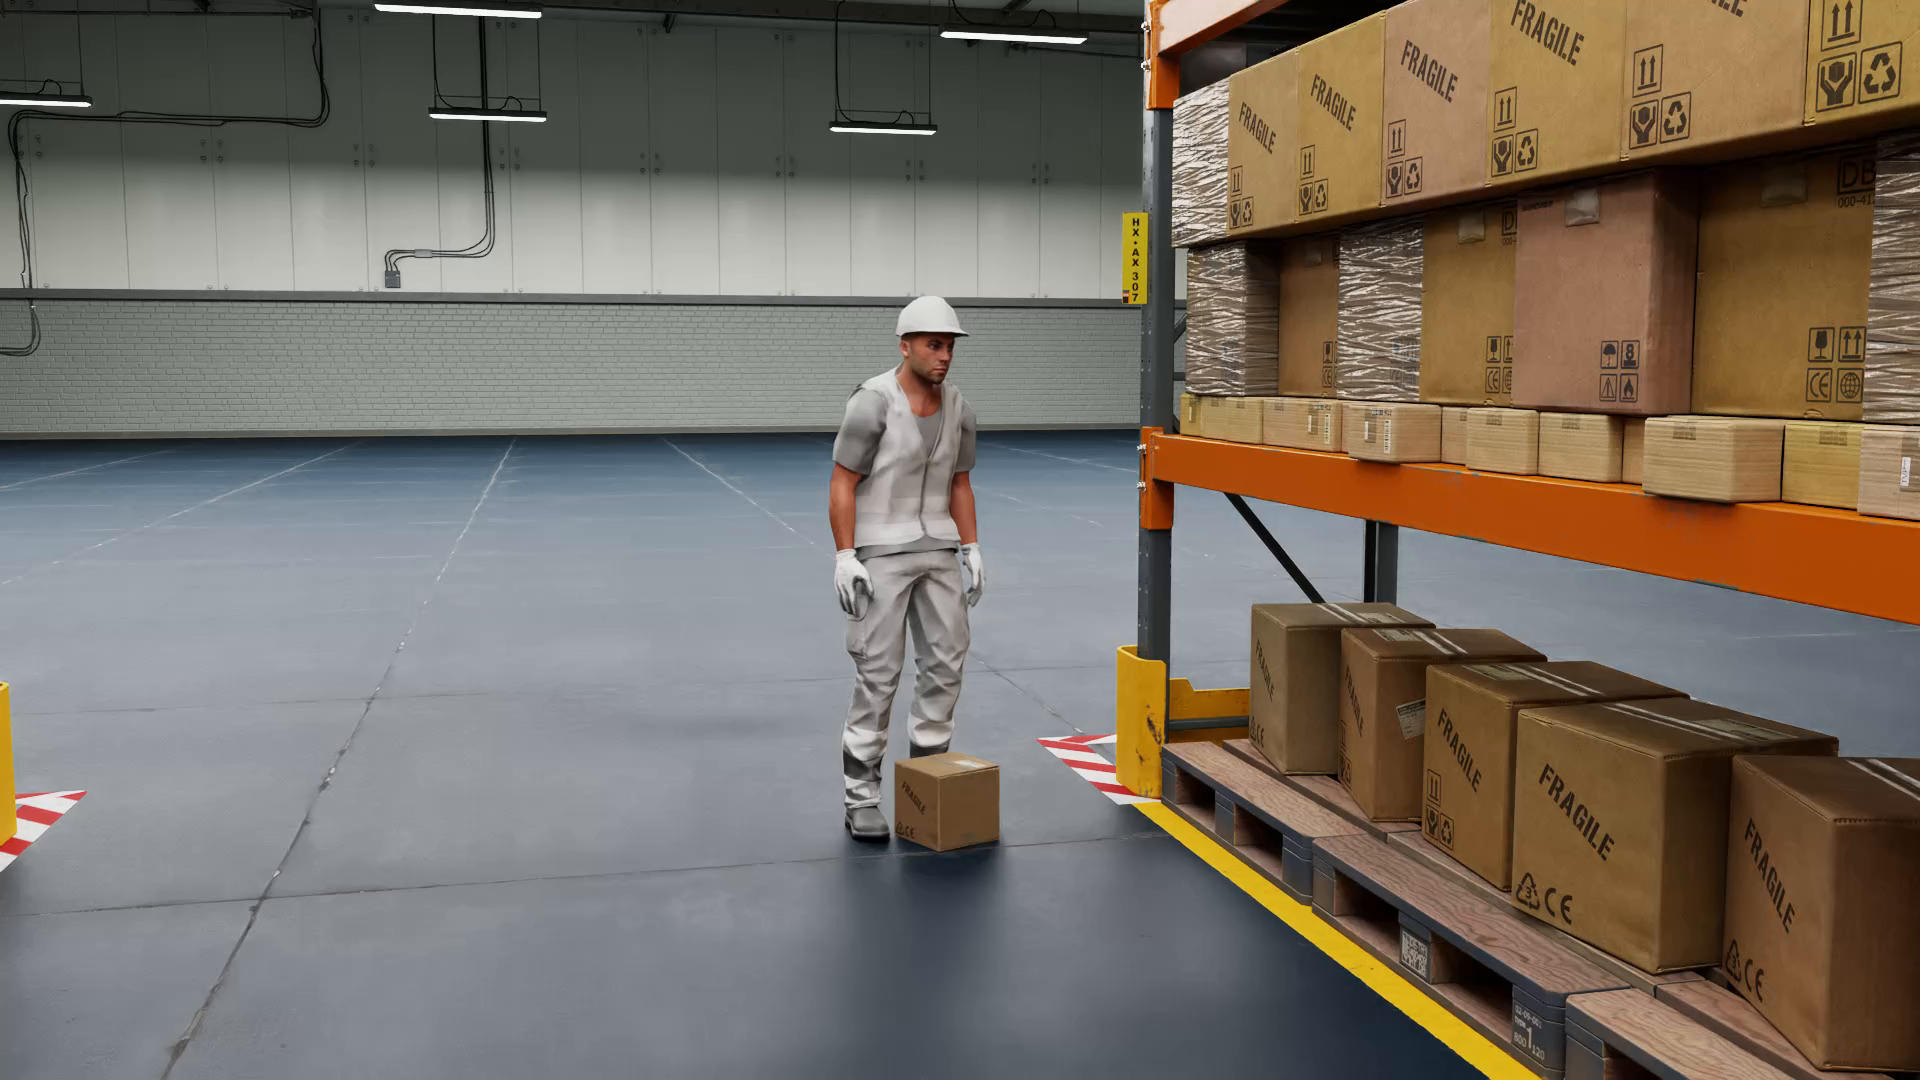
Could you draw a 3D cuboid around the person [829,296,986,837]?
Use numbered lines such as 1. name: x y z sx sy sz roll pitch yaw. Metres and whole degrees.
1. person: -0.161 0.079 5.582 0.608 1.777 0.453 -4 7 -35
